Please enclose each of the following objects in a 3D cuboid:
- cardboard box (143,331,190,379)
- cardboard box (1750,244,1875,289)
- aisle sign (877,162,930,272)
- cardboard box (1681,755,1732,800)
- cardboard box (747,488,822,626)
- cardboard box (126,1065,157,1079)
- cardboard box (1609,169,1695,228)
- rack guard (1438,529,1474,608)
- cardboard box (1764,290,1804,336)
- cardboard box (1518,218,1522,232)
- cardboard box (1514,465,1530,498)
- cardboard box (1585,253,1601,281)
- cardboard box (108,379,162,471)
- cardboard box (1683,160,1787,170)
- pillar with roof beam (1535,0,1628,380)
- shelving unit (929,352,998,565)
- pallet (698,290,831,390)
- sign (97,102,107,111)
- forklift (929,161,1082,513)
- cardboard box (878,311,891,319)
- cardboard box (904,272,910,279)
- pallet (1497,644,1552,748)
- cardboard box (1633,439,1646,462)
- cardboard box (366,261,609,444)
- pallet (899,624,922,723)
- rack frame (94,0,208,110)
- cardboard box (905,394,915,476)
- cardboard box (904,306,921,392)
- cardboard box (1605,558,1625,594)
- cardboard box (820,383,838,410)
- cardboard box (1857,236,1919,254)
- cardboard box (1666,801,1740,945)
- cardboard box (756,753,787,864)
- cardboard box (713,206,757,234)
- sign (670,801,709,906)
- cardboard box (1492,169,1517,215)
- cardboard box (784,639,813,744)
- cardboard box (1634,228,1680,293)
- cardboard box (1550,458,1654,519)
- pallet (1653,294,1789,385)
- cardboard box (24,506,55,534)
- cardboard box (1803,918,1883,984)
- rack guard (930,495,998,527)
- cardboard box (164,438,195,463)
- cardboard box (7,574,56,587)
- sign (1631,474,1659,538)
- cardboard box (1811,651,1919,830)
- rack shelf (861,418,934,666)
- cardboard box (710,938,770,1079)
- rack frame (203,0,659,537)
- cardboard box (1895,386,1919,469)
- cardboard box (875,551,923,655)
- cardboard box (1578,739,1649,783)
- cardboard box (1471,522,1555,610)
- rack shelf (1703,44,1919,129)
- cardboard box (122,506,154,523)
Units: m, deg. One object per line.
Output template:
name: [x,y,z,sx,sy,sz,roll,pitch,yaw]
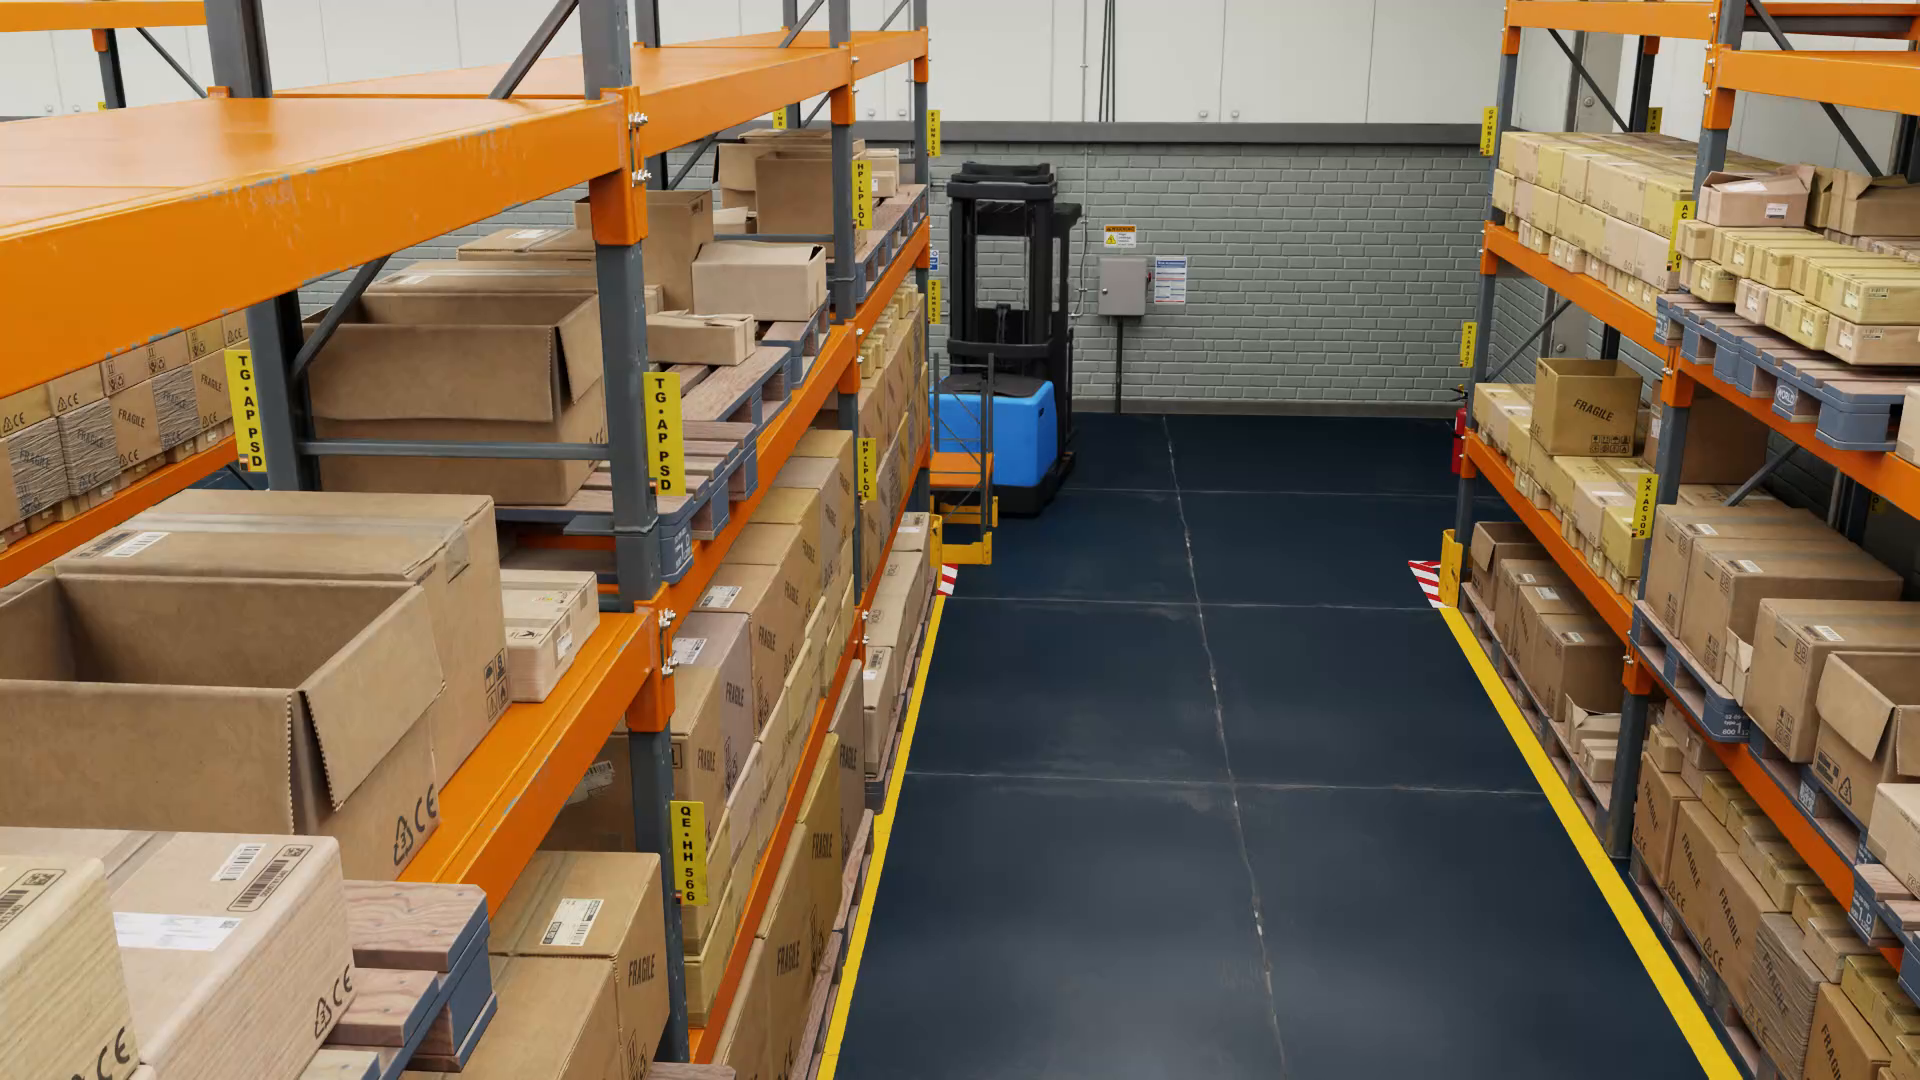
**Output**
cardboard box: [-5.526,-1.374,11.056,0.500,0.500,0.500,2,18,7]
cardboard box: [3.473,-1.115,6.781,0.380,0.149,0.250,1,18,3]
aisle sign: [-0.418,-2.349,12.098,0.394,0.787,0.004,1,18,4]
cardboard box: [3.698,1.127,7.963,0.380,0.149,0.250,1,18,2]
cardboard box: [-0.886,0.084,7.083,0.500,0.500,0.500,2,18,6]
cardboard box: [-1.115,0.745,1.580,0.500,0.250,0.500,1,18,3]
cardboard box: [3.756,-1.799,8.739,0.500,0.250,0.500,1,18,3]
rack guard: [4.214,0.223,12.439,1.175,0.500,0.348,1,18,4]
cardboard box: [3.443,-0.898,6.597,0.380,0.149,0.250,1,18,3]
cardboard box: [3.972,-2.118,11.157,0.380,0.149,0.250,2,18,5]
cardboard box: [3.780,-0.374,10.650,0.380,0.149,0.250,1,18,2]
cardboard box: [3.794,-1.566,9.472,0.380,0.149,0.250,1,18,4]
cardboard box: [-5.567,-0.748,10.751,0.500,0.500,0.500,2,18,7]
cardboard box: [4.309,-1.945,9.186,0.500,0.250,0.500,1,18,3]
pillar with roof beam: [1.017,-4.752,13.975,9.100,9.000,0.400,1,18,4]
shelving unit: [-0.005,-0.689,13.617,0.587,1.500,1.083,1,18,4]
pallet: [-1.035,-0.904,7.355,0.805,0.209,1.217,1,18,2]
sign: [-6.218,-3.030,12.131,0.100,0.325,0.005,1,18,4]
forklift: [0.501,-2.043,15.451,1.130,2.935,3.031,4,19,13]
cardboard box: [-0.632,-1.334,10.369,0.380,0.149,0.250,2,18,6]
cardboard box: [-0.558,-1.813,11.830,0.380,0.149,0.250,2,18,5]
pallet: [4.067,0.986,10.575,1.003,0.211,1.213,1,18,4]
cardboard box: [4.335,-0.433,10.191,0.500,0.250,0.500,1,18,4]
cardboard box: [-1.424,-0.597,5.277,0.700,0.500,0.500,0,18,1]
pallet: [-0.802,0.855,10.974,1.003,0.211,1.213,1,18,4]
rack frame: [-5.677,-4.028,11.763,1.000,3.000,0.127,1,18,4]
cardboard box: [-0.581,-0.674,11.002,0.500,0.500,0.500,2,18,6]
cardboard box: [-0.537,-1.302,11.314,0.500,0.500,0.500,1,18,4]
cardboard box: [3.700,0.188,8.937,0.380,0.149,0.250,2,18,5]
cardboard box: [-0.737,-0.779,8.674,0.380,0.149,0.250,1,18,3]
cardboard box: [4.022,-1.186,7.000,0.380,0.149,0.250,1,18,3]
cardboard box: [3.645,1.553,7.705,0.500,0.500,0.500,1,18,3]
cardboard box: [-0.957,0.989,6.328,0.500,0.250,0.500,2,18,6]
cardboard box: [-1.292,-1.670,8.765,0.396,0.266,0.258,2,18,6]
sign: [-0.764,0.883,4.677,0.100,0.325,0.005,1,18,4]
cardboard box: [3.915,-2.352,11.229,0.500,0.250,0.500,1,18,3]
cardboard box: [-0.887,0.596,6.724,0.500,0.250,0.500,2,18,5]
cardboard box: [3.717,-1.397,8.315,0.500,0.250,0.500,1,18,4]
cardboard box: [3.796,-0.290,9.754,0.500,0.250,0.500,1,18,4]
pallet: [3.815,-0.881,7.279,1.213,0.211,1.003,1,18,4]
cardboard box: [-5.680,-0.146,9.955,0.380,0.149,0.250,0,18,1]
cardboard box: [3.551,1.606,6.502,0.380,0.149,0.250,0,18,1]
rack guard: [0.030,-0.250,14.284,0.587,0.250,0.087,1,18,4]
cardboard box: [-5.520,-0.634,11.445,0.380,0.149,0.250,0,18,1]
cardboard box: [-6.050,0.340,11.016,0.380,0.149,0.250,1,18,4]
sign: [3.390,-0.167,8.225,0.100,0.325,0.005,1,18,4]
cardboard box: [3.578,0.737,6.017,0.797,0.503,0.637,1,18,3]
rack shelf: [-0.876,-0.135,10.672,1.077,0.370,4.000,1,18,4]
cardboard box: [-1.173,1.984,5.788,0.875,0.875,0.875,1,18,3]
rack frame: [-1.306,-1.464,3.939,1.000,3.000,0.127,1,18,4]
cardboard box: [3.511,-0.334,5.549,0.500,0.250,0.500,1,18,4]
cardboard box: [-0.737,0.412,11.289,0.875,0.438,0.875,2,18,5]
cardboard box: [3.679,1.230,9.257,0.380,0.149,0.250,1,18,2]
cardboard box: [4.081,0.186,11.872,0.797,0.503,0.637,1,18,2]
rack shelf: [3.789,-1.444,5.675,1.077,0.370,4.000,1,18,4]
cardboard box: [-6.053,-0.149,12.510,0.380,0.149,0.250,0,18,1]
